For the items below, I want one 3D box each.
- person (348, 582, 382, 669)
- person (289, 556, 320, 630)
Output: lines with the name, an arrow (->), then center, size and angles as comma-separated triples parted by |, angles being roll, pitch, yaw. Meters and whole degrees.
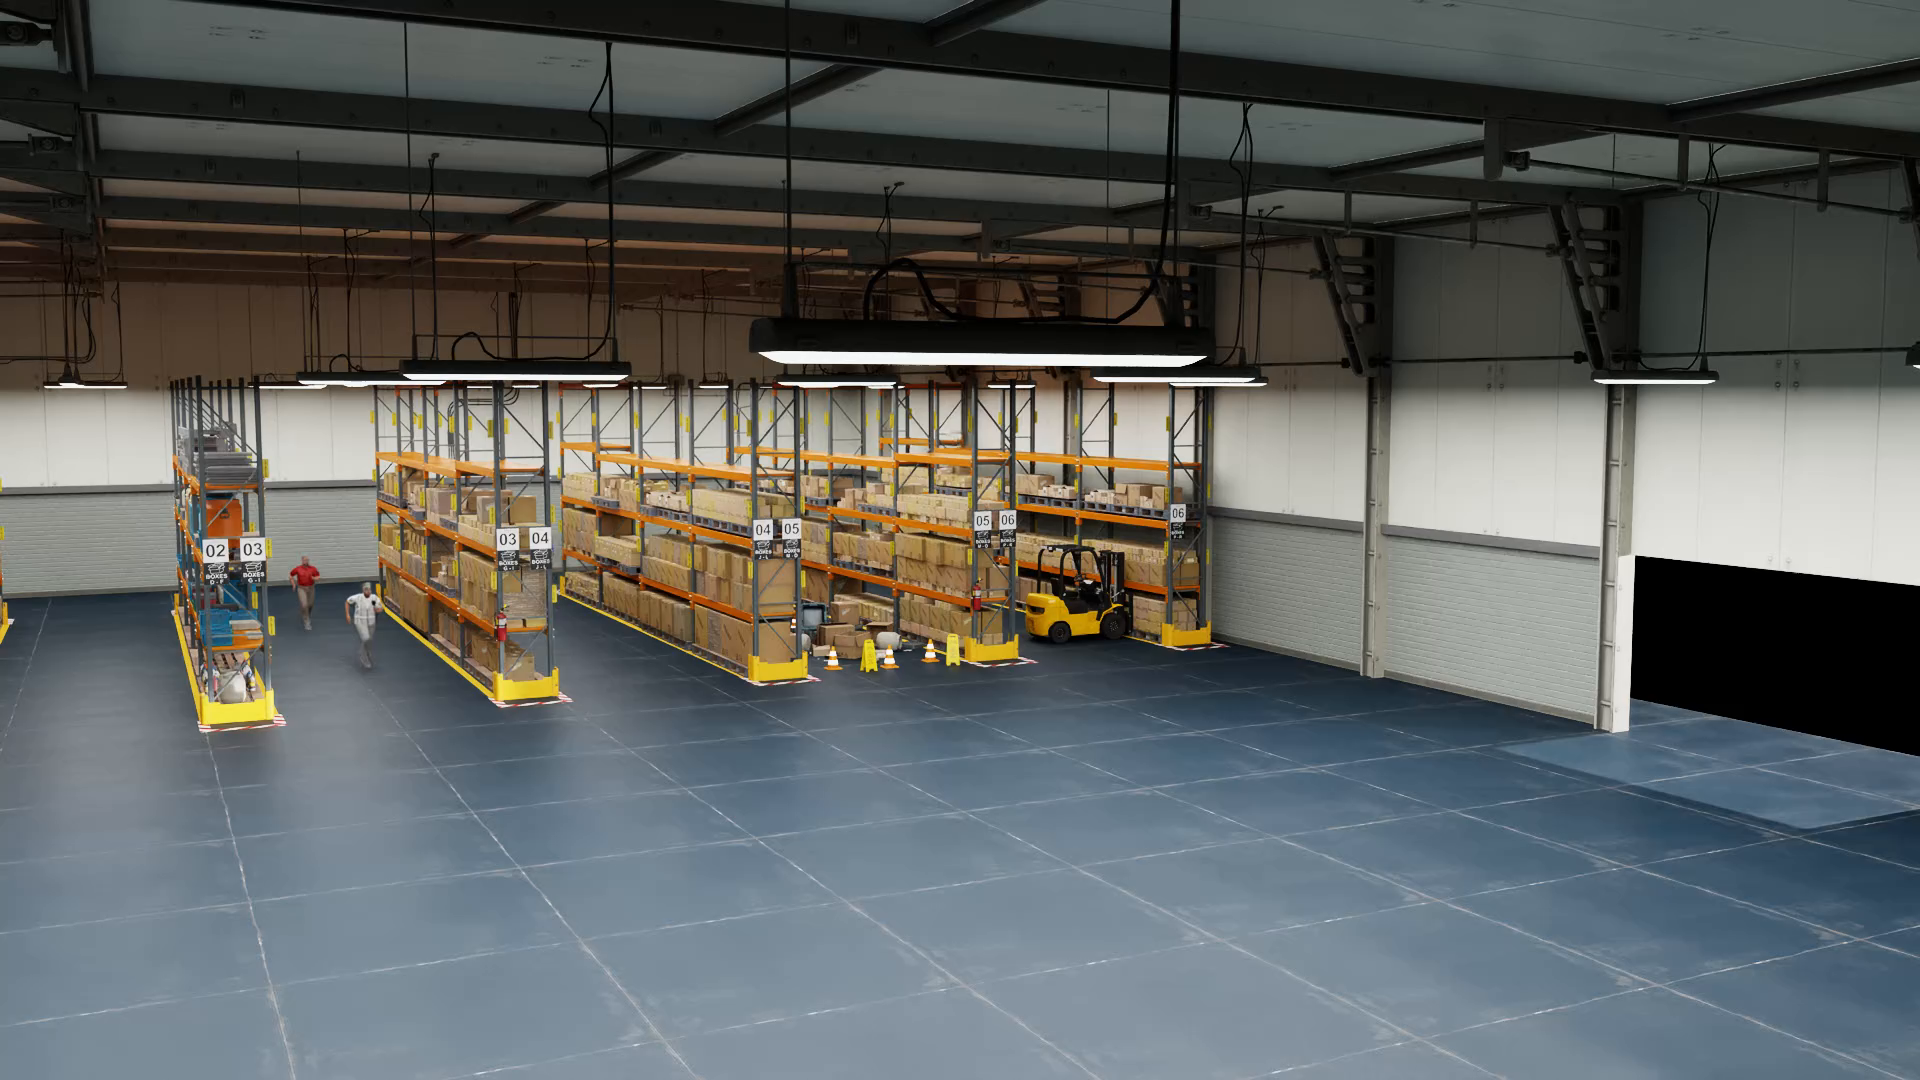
person -> -12.452, 1.769, 34.729 | 0.575, 1.827, 0.807 | -4, 6, -37
person -> -15.866, 1.254, 40.362 | 0.654, 1.740, 0.958 | -4, 7, -39
